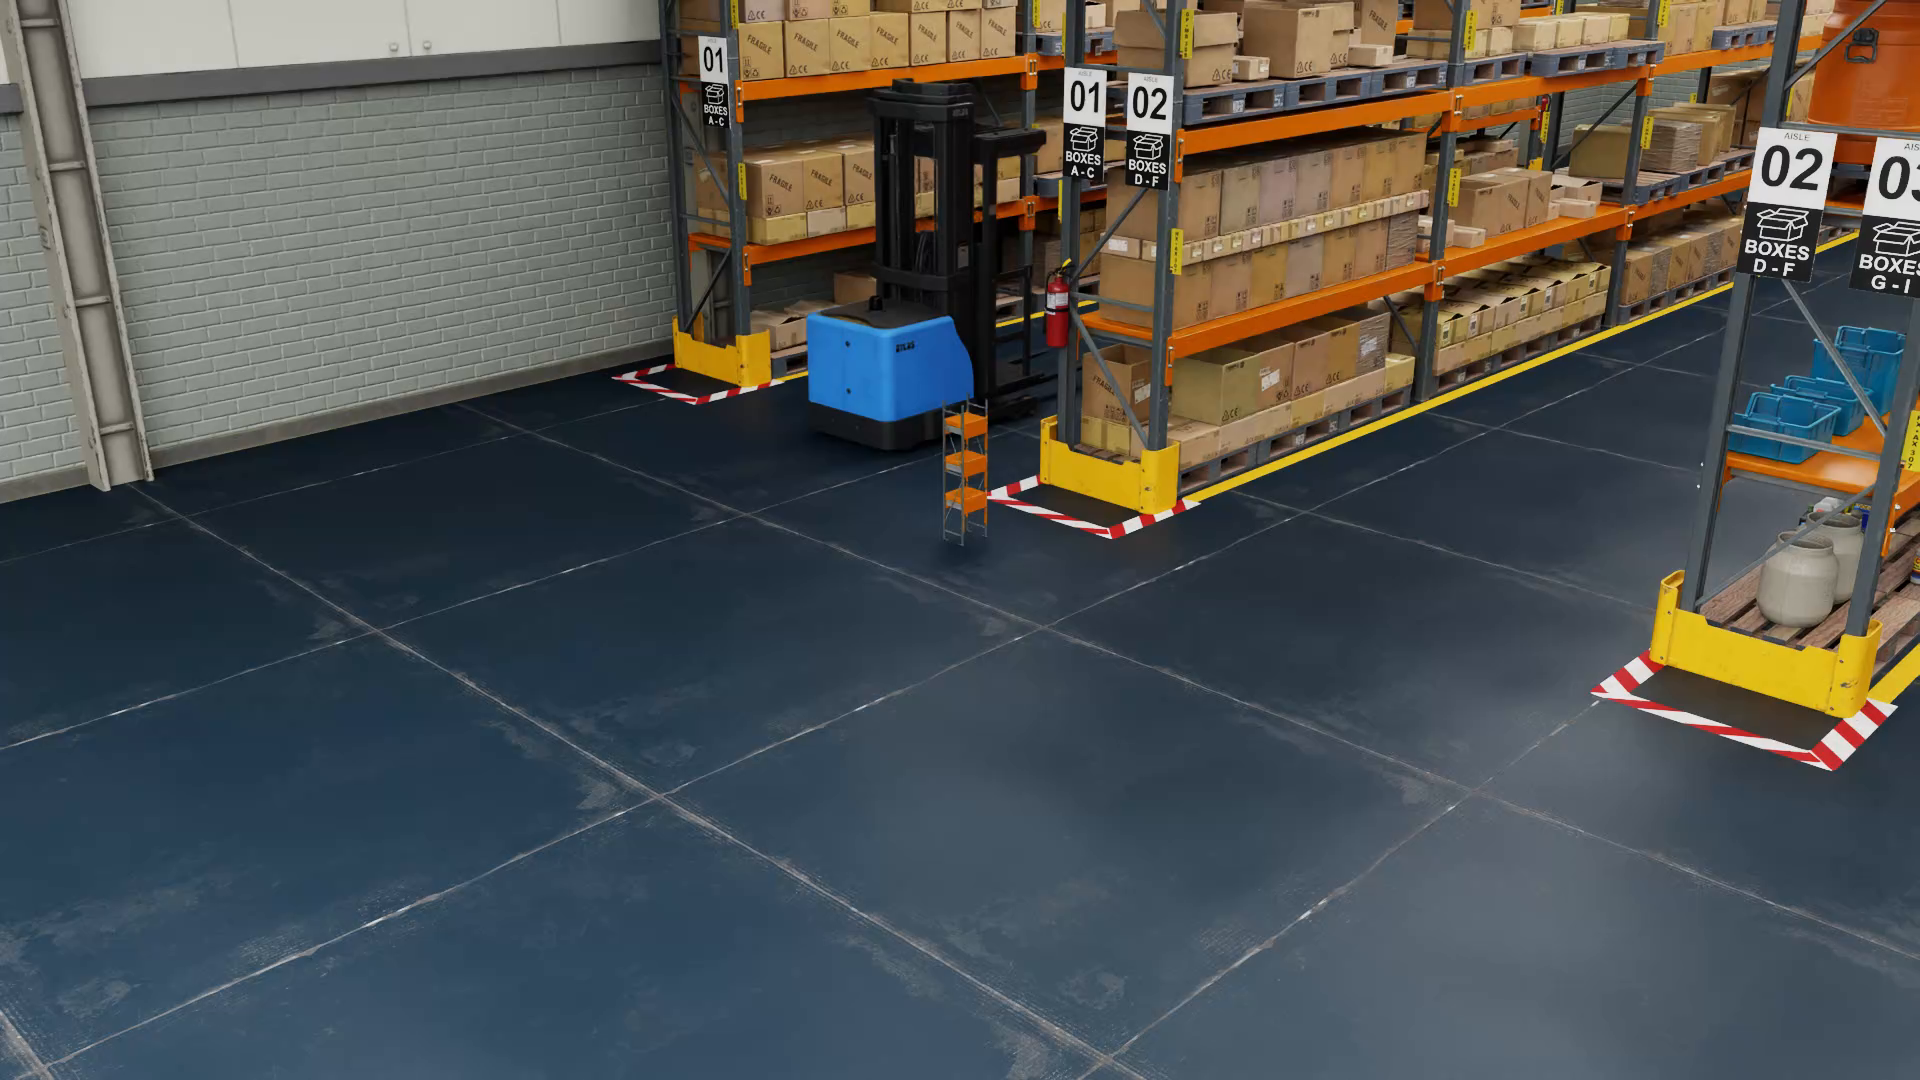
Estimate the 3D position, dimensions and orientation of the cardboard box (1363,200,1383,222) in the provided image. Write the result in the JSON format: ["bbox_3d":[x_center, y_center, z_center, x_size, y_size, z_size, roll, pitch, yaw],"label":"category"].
[{"bbox_3d":[3.384,-2.833,14.222,0.380,0.149,0.250,19,28,41],"label":"cardboard box"}]

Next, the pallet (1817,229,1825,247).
[{"bbox_3d":[10.869,-4.052,22.324,1.003,0.211,1.213,19,28,41],"label":"pallet"}]

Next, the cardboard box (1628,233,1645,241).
[{"bbox_3d":[7.593,-3.305,19.363,0.500,0.500,0.500,18,27,39],"label":"cardboard box"}]

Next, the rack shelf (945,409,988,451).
[{"bbox_3d":[0.037,-0.759,11.824,0.215,0.259,0.240,19,28,41],"label":"rack shelf"}]

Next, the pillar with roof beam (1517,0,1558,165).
[{"bbox_3d":[13.125,-9.763,24.933,9.100,9.000,0.400,19,28,41],"label":"pillar with roof beam"}]

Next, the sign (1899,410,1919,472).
[{"bbox_3d":[5.104,-0.528,8.881,0.100,0.325,0.005,19,28,41],"label":"sign"}]

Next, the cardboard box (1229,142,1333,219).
[{"bbox_3d":[2.602,-2.956,13.636,0.700,0.500,0.500,19,28,41],"label":"cardboard box"}]

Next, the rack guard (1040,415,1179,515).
[{"bbox_3d":[1.150,-0.605,12.952,1.175,0.500,0.348,19,28,41],"label":"rack guard"}]

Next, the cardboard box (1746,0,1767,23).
[{"bbox_3d":[9.134,-6.441,19.607,0.600,0.600,0.600,16,26,36],"label":"cardboard box"}]

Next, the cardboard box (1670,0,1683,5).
[{"bbox_3d":[7.412,-5.990,17.763,0.500,0.500,0.500,19,28,41],"label":"cardboard box"}]

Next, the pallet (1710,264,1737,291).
[{"bbox_3d":[8.998,-3.342,20.477,1.003,0.211,1.213,19,28,41],"label":"pallet"}]

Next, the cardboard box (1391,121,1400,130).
[{"bbox_3d":[5.953,-5.836,23.399,0.380,0.149,0.250,20,28,41],"label":"cardboard box"}]

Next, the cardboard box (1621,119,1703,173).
[{"bbox_3d":[7.881,-4.455,18.758,0.500,0.500,0.700,-14,25,-32],"label":"cardboard box"}]

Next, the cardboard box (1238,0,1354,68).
[{"bbox_3d":[2.718,-4.124,13.518,0.637,0.503,0.797,-16,26,-36],"label":"cardboard box"}]

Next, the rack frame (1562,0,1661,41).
[{"bbox_3d":[6.748,-6.635,16.793,1.000,3.000,0.127,19,28,41],"label":"rack frame"}]

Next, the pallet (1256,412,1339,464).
[{"bbox_3d":[2.521,-0.996,14.370,1.003,0.211,1.213,19,28,41],"label":"pallet"}]

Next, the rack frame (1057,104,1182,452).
[{"bbox_3d":[1.167,-1.778,12.519,1.000,3.000,0.127,19,28,41],"label":"rack frame"}]

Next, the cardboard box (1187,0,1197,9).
[{"bbox_3d":[2.529,-6.402,20.201,0.500,0.500,0.500,19,28,41],"label":"cardboard box"}]

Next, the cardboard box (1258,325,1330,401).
[{"bbox_3d":[2.749,-1.508,14.018,0.500,0.500,0.500,19,28,41],"label":"cardboard box"}]

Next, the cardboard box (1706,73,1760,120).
[{"bbox_3d":[9.705,-5.571,20.854,0.500,0.500,0.500,19,28,41],"label":"cardboard box"}]

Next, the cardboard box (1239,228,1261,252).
[{"bbox_3d":[2.130,-2.371,13.019,0.380,0.149,0.250,19,28,40],"label":"cardboard box"}]

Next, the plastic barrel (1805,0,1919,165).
[{"bbox_3d":[4.961,-2.491,9.009,0.600,0.830,0.708,19,28,41],"label":"plastic barrel"}]

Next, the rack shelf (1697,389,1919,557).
[{"bbox_3d":[6.108,-0.716,10.758,1.077,0.370,4.000,19,28,41],"label":"rack shelf"}]

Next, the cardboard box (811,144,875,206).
[{"bbox_3d":[-1.120,-3.609,16.420,0.500,0.500,0.500,18,27,39],"label":"cardboard box"}]

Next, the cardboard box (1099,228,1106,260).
[{"bbox_3d":[1.616,-3.543,19.984,0.700,0.500,0.500,20,28,41],"label":"cardboard box"}]

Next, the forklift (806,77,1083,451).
[{"bbox_3d":[0.052,-2.557,14.642,1.130,2.935,3.031,18,28,39],"label":"forklift"}]

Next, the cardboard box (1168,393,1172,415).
[{"bbox_3d":[1.669,-1.034,13.831,0.500,0.250,0.500,19,28,41],"label":"cardboard box"}]

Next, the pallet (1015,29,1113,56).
[{"bbox_3d":[0.912,-5.490,18.257,1.213,0.211,1.003,19,28,41],"label":"pallet"}]

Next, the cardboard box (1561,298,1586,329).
[{"bbox_3d":[6.198,-2.417,17.430,0.500,0.250,0.500,19,28,40],"label":"cardboard box"}]

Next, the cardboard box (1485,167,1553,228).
[{"bbox_3d":[5.589,-3.446,16.719,0.500,0.500,0.500,17,27,38],"label":"cardboard box"}]

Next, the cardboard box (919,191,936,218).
[{"bbox_3d":[-0.401,-3.528,17.253,0.500,0.250,0.500,19,28,40],"label":"cardboard box"}]

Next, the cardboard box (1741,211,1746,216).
[{"bbox_3d":[10.255,-4.223,22.016,0.500,0.311,0.500,19,28,41],"label":"cardboard box"}]

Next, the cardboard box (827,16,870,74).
[{"bbox_3d":[-1.213,-4.760,15.930,0.500,0.500,0.500,-19,28,-40],"label":"cardboard box"}]

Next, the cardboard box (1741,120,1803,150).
[{"bbox_3d":[10.089,-4.972,20.690,0.500,0.500,0.500,-19,28,-41],"label":"cardboard box"}]

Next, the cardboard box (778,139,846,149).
[{"bbox_3d":[-1.493,-3.741,16.764,0.500,0.500,0.500,18,28,39],"label":"cardboard box"}]

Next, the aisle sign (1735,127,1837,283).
[{"bbox_3d":[4.450,-1.807,8.970,0.394,0.787,0.004,19,28,41],"label":"aisle sign"}]

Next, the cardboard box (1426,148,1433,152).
[{"bbox_3d":[6.887,-5.816,25.021,0.380,0.149,0.250,18,27,39],"label":"cardboard box"}]

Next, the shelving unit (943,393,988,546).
[{"bbox_3d":[0.037,-0.504,11.922,0.215,1.050,0.252,19,28,41],"label":"shelving unit"}]

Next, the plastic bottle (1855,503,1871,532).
[{"bbox_3d":[6.339,-0.207,11.617,0.152,0.276,0.135,19,28,41],"label":"plastic bottle"}]

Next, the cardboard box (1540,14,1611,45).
[{"bbox_3d":[6.119,-5.091,16.581,0.500,0.250,0.500,-19,28,-41],"label":"cardboard box"}]

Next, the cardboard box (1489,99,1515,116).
[{"bbox_3d":[7.928,-6.946,25.548,0.980,0.700,0.700,19,28,40],"label":"cardboard box"}]

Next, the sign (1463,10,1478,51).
[{"bbox_3d":[4.356,-4.346,14.189,0.100,0.325,0.005,19,28,41],"label":"sign"}]

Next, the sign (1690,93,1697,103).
[{"bbox_3d":[9.144,-5.401,20.738,0.100,0.325,0.005,19,28,41],"label":"sign"}]

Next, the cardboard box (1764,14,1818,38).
[{"bbox_3d":[10.055,-6.256,20.198,0.500,0.250,0.500,19,28,41],"label":"cardboard box"}]

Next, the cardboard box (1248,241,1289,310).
[{"bbox_3d":[2.215,-2.204,13.488,0.700,0.500,0.500,19,28,41],"label":"cardboard box"}]

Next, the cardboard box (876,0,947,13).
[{"bbox_3d":[-0.481,-5.491,16.438,0.500,0.500,0.500,18,27,39],"label":"cardboard box"}]

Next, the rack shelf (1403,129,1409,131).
[{"bbox_3d":[4.591,-5.252,22.560,1.077,0.370,4.000,19,28,41],"label":"rack shelf"}]

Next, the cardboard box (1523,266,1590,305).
[{"bbox_3d":[6.201,-2.677,17.325,0.500,0.311,0.500,19,28,40],"label":"cardboard box"}]

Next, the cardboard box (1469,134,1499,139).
[{"bbox_3d":[8.304,-6.339,26.380,0.380,0.149,0.250,20,28,41],"label":"cardboard box"}]

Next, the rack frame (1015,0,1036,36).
[{"bbox_3d":[0.405,-6.845,17.341,1.000,3.000,0.127,19,28,41],"label":"rack frame"}]

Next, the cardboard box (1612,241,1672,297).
[{"bbox_3d":[7.631,-3.054,18.711,0.500,0.500,0.500,18,27,39],"label":"cardboard box"}]

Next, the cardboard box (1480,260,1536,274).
[{"bbox_3d":[5.811,-2.810,17.671,0.500,0.311,0.500,18,28,39],"label":"cardboard box"}]

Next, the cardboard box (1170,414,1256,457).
[{"bbox_3d":[2.046,-0.902,13.488,0.500,0.250,0.500,19,28,41],"label":"cardboard box"}]

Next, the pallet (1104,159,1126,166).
[{"bbox_3d":[1.844,-4.465,19.777,1.003,0.211,1.213,19,28,41],"label":"pallet"}]
